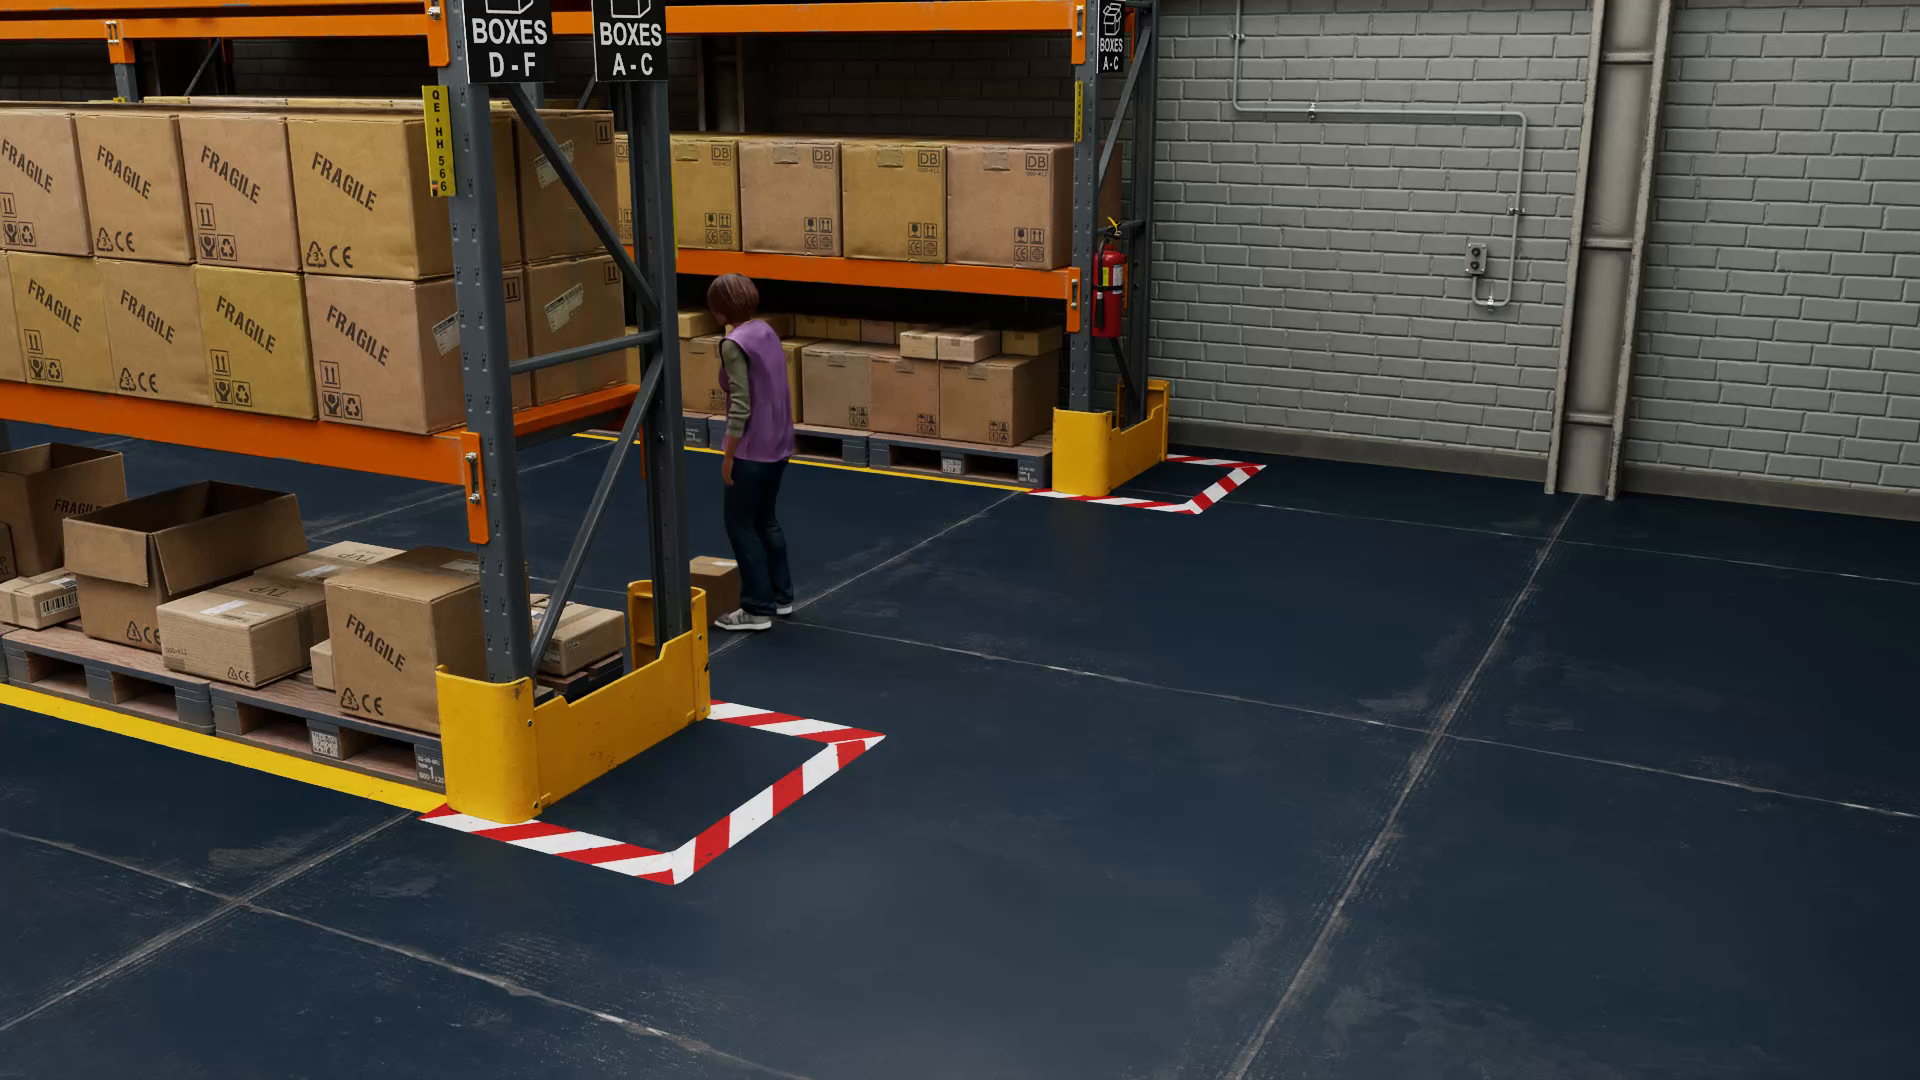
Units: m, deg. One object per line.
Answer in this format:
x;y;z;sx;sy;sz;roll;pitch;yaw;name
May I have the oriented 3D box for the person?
-0.919;-0.387;7.400;0.346;1.591;0.468;6;17;20;person
